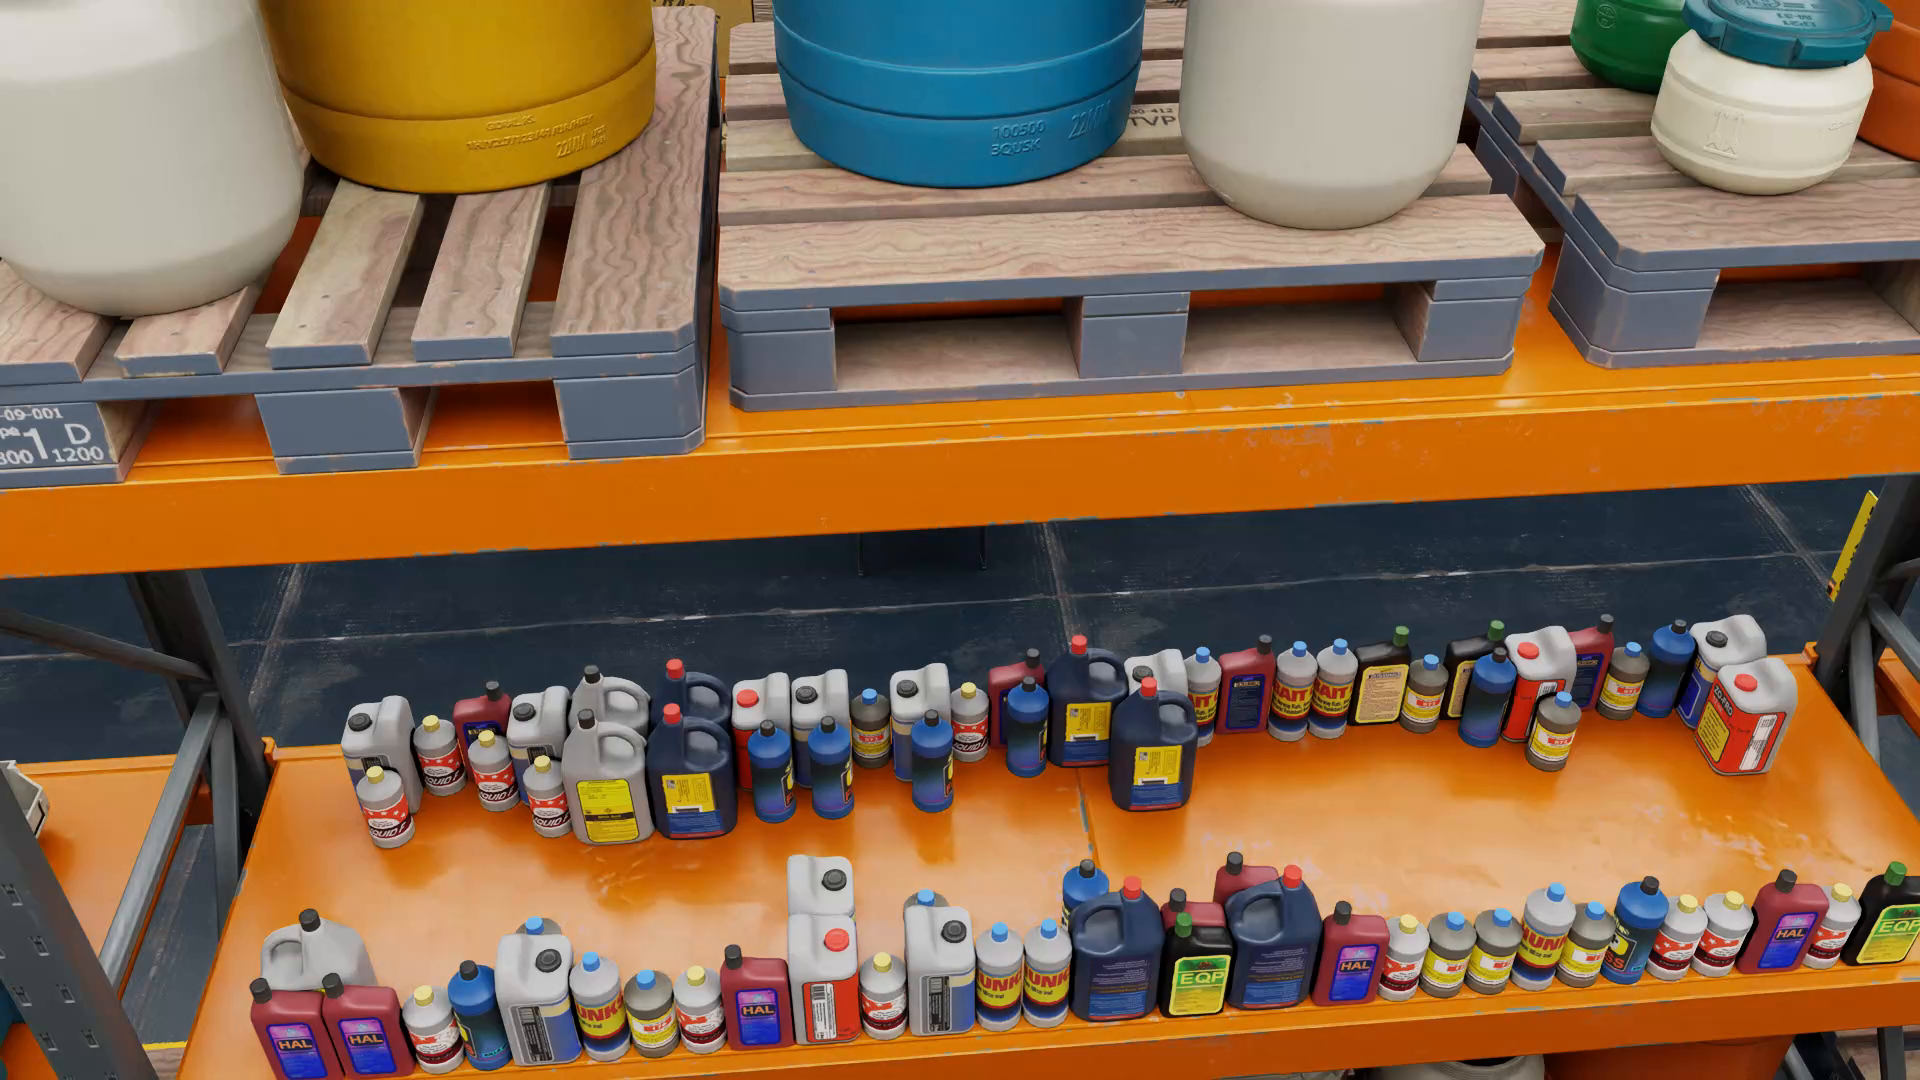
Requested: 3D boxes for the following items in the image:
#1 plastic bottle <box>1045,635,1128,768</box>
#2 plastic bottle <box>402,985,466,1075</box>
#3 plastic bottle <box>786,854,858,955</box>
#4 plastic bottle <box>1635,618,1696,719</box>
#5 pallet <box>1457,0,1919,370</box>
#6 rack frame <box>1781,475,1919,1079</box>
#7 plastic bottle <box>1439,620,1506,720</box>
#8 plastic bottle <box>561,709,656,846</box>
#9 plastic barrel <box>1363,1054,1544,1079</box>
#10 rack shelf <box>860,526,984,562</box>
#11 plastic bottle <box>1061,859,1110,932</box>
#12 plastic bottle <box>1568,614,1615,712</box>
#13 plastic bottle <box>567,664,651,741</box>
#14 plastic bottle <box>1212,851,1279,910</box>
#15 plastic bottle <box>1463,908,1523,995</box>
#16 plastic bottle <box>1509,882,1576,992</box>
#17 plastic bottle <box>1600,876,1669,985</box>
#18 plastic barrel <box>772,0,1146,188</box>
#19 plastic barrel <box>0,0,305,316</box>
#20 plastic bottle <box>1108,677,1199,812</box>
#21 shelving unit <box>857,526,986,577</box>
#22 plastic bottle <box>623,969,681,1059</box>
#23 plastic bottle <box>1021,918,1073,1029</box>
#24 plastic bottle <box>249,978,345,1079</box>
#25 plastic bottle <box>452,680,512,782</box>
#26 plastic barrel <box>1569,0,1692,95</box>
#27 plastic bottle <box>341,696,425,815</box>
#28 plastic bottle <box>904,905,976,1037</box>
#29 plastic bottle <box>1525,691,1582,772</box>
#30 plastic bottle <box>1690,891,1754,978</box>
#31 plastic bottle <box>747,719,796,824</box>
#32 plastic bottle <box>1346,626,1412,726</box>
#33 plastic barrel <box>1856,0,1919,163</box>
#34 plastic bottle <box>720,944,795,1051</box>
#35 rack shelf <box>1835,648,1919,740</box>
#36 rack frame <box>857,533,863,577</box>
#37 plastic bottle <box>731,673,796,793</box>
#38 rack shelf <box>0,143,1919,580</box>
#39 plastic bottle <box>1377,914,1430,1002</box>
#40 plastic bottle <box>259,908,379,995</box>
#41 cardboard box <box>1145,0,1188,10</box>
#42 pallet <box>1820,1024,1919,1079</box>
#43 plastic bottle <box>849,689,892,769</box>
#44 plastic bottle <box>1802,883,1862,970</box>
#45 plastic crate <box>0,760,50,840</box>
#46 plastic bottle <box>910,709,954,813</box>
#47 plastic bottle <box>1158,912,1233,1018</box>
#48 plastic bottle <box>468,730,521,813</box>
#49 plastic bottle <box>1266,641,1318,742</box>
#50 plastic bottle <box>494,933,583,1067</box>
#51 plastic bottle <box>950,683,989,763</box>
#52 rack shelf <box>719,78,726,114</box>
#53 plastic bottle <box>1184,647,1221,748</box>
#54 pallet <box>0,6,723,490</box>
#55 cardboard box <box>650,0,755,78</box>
[{"bbox_3d":[0.295,0.365,3.906,0.185,0.351,0.144,-3,38,-4],"label":"plastic bottle"},{"bbox_3d":[-1.039,0.954,3.279,0.097,0.201,0.097,0,38,0],"label":"plastic bottle"},{"bbox_3d":[-0.285,0.772,3.450,0.135,0.276,0.152,-3,38,-4],"label":"plastic bottle"},{"bbox_3d":[1.718,0.303,4.048,0.097,0.271,0.097,0,38,0],"label":"plastic bottle"},{"bbox_3d":[1.525,-0.683,2.925,1.213,0.211,1.003,-3,38,-4],"label":"pallet"},{"bbox_3d":[2.296,0.439,3.772,0.127,3.000,1.000,-3,38,-4],"label":"rack frame"},{"bbox_3d":[1.238,0.314,4.025,0.133,0.283,0.061,-3,38,-4],"label":"plastic bottle"},{"bbox_3d":[-0.789,0.514,3.716,0.185,0.351,0.144,-3,38,-4],"label":"plastic bottle"},{"bbox_3d":[1.256,1.374,4.256,0.421,0.512,0.421,0,38,0],"label":"plastic barrel"},{"bbox_3d":[-0.165,-0.255,6.530,0.480,0.518,0.431,-3,38,-4],"label":"rack shelf"},{"bbox_3d":[0.259,0.766,3.462,0.097,0.271,0.097,0,38,0],"label":"plastic bottle"},{"bbox_3d":[1.505,0.299,4.044,0.133,0.283,0.061,-3,38,-4],"label":"plastic bottle"},{"bbox_3d":[-0.802,0.425,3.829,0.185,0.351,0.144,-3,38,-4],"label":"plastic bottle"},{"bbox_3d":[0.595,0.754,3.467,0.133,0.283,0.061,-3,38,-4],"label":"plastic bottle"},{"bbox_3d":[1.100,0.837,3.428,0.097,0.201,0.097,0,38,0],"label":"plastic bottle"},{"bbox_3d":[1.197,0.804,3.413,0.097,0.271,0.097,0,38,0],"label":"plastic bottle"},{"bbox_3d":[1.390,0.793,3.427,0.097,0.271,0.097,0,38,0],"label":"plastic bottle"},{"bbox_3d":[-0.002,-1.069,2.518,0.708,0.901,0.600,-3,38,-4],"label":"plastic barrel"},{"bbox_3d":[-1.142,-0.612,2.233,0.433,0.535,0.433,0,38,0],"label":"plastic barrel"},{"bbox_3d":[0.443,0.451,3.796,0.185,0.351,0.144,-3,38,-4],"label":"plastic bottle"},{"bbox_3d":[-0.165,-0.815,6.088,0.503,2.100,0.431,-3,38,-4],"label":"shelving unit"},{"bbox_3d":[-0.614,0.931,3.309,0.097,0.201,0.097,0,38,0],"label":"plastic bottle"},{"bbox_3d":[0.175,0.860,3.342,0.097,0.271,0.097,0,38,0],"label":"plastic bottle"},{"bbox_3d":[-1.285,0.947,3.222,0.133,0.283,0.061,-3,38,-4],"label":"plastic bottle"},{"bbox_3d":[-1.098,0.442,3.862,0.133,0.283,0.061,-3,38,-4],"label":"plastic bottle"},{"bbox_3d":[1.220,-0.926,2.867,0.294,0.245,0.294,0,38,0],"label":"plastic barrel"},{"bbox_3d":[-1.324,0.486,3.813,0.135,0.276,0.152,-3,38,-4],"label":"plastic bottle"},{"bbox_3d":[-0.040,0.853,3.347,0.135,0.276,0.152,-3,38,-4],"label":"plastic bottle"},{"bbox_3d":[1.405,0.442,3.928,0.097,0.201,0.097,0,38,0],"label":"plastic bottle"},{"bbox_3d":[1.584,0.810,3.462,0.097,0.201,0.097,0,38,0],"label":"plastic bottle"},{"bbox_3d":[-0.429,0.516,3.778,0.097,0.271,0.097,0,38,0],"label":"plastic bottle"},{"bbox_3d":[1.008,0.326,4.009,0.133,0.283,0.061,-3,38,-4],"label":"plastic bottle"},{"bbox_3d":[1.730,-1.043,2.543,0.708,0.830,0.600,-3,38,-4],"label":"plastic barrel"},{"bbox_3d":[-0.401,0.898,3.284,0.133,0.283,0.061,-3,38,-4],"label":"plastic bottle"},{"bbox_3d":[4.288,0.612,4.134,4.000,0.370,1.077,-3,38,-4],"label":"rack shelf"},{"bbox_3d":[-0.408,-0.802,6.071,0.015,2.100,0.400,-3,38,-4],"label":"rack frame"},{"bbox_3d":[-0.458,0.438,3.873,0.135,0.276,0.152,-3,38,-4],"label":"plastic bottle"},{"bbox_3d":[0.304,-0.347,2.927,4.000,0.370,1.077,-3,38,-4],"label":"rack shelf"},{"bbox_3d":[0.906,0.847,3.415,0.097,0.201,0.097,0,38,0],"label":"plastic bottle"},{"bbox_3d":[-1.269,0.856,3.283,0.185,0.351,0.144,-3,38,-4],"label":"plastic bottle"},{"bbox_3d":[0.891,-2.453,7.356,0.500,0.500,0.500,-3,38,-4],"label":"cardboard box"},{"bbox_3d":[3.071,1.515,4.659,1.213,0.211,1.003,-3,38,-4],"label":"pallet"},{"bbox_3d":[-0.211,0.437,3.935,0.097,0.201,0.097,0,38,0],"label":"plastic bottle"},{"bbox_3d":[1.814,0.797,3.478,0.097,0.201,0.097,0,38,0],"label":"plastic bottle"},{"bbox_3d":[-2.165,0.676,3.637,0.243,0.136,0.396,-3,38,-4],"label":"plastic crate"},{"bbox_3d":[-0.064,0.496,3.804,0.097,0.271,0.097,0,38,0],"label":"plastic bottle"},{"bbox_3d":[0.475,0.850,3.345,0.133,0.283,0.061,-3,38,-4],"label":"plastic bottle"},{"bbox_3d":[-1.073,0.522,3.827,0.097,0.201,0.097,0,38,0],"label":"plastic bottle"},{"bbox_3d":[0.798,0.354,3.984,0.097,0.271,0.097,0,38,0],"label":"plastic bottle"},{"bbox_3d":[-0.829,0.897,3.292,0.135,0.276,0.152,-3,38,-4],"label":"plastic bottle"},{"bbox_3d":[0.020,0.424,3.951,0.097,0.201,0.097,0,38,0],"label":"plastic bottle"},{"bbox_3d":[-0.135,-2.225,7.729,4.000,0.370,1.077,-3,38,-4],"label":"rack shelf"},{"bbox_3d":[0.568,0.367,3.968,0.097,0.271,0.097,0,38,0],"label":"plastic bottle"},{"bbox_3d":[-0.916,-0.548,2.754,1.003,0.211,1.213,-3,38,-4],"label":"pallet"},{"bbox_3d":[-1.146,-2.336,7.208,0.500,0.500,0.500,-3,38,-4],"label":"cardboard box"}]
